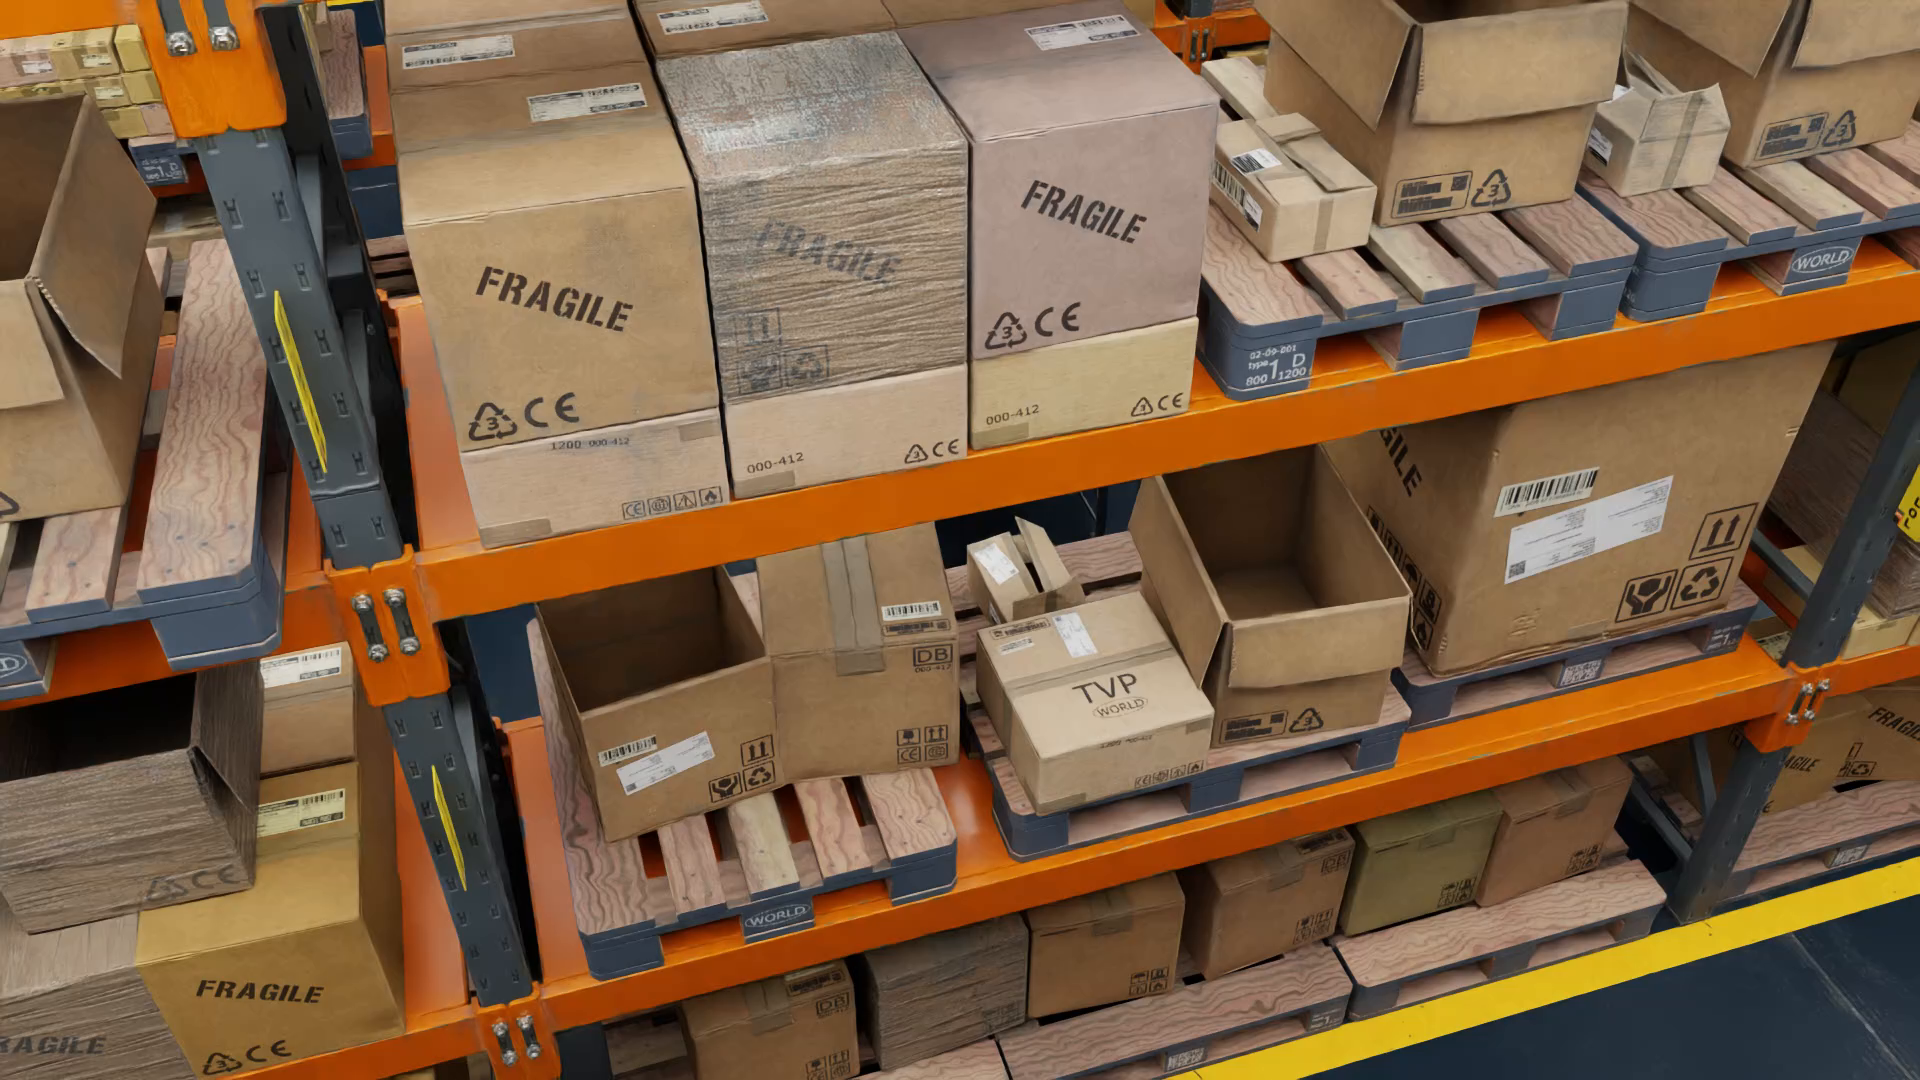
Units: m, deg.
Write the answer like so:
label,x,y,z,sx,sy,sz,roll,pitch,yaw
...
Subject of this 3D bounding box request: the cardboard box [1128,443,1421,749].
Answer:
label,x,y,z,sx,sy,sz,roll,pitch,yaw
cardboard box,0.883,0.145,4.756,0.637,0.503,0.797,-8,42,-9

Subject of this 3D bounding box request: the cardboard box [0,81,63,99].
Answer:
label,x,y,z,sx,sy,sz,roll,pitch,yaw
cardboard box,-4.015,-1.988,7.241,0.250,0.149,0.380,-12,43,-13

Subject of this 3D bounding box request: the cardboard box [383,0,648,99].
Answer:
label,x,y,z,sx,sy,sz,roll,pitch,yaw
cardboard box,-0.926,-0.875,3.585,0.500,0.500,0.500,-11,42,-12

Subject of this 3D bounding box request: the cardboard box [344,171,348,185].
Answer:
label,x,y,z,sx,sy,sz,roll,pitch,yaw
cardboard box,-3.430,-1.915,8.523,0.500,0.250,0.500,-14,43,-15

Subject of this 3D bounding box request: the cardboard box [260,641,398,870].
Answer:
label,x,y,z,sx,sy,sz,roll,pitch,yaw
cardboard box,-1.852,0.620,4.534,0.500,0.500,0.500,-11,42,-12

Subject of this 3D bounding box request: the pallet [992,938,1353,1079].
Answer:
label,x,y,z,sx,sy,sz,roll,pitch,yaw
pallet,0.601,1.390,5.848,1.213,0.211,1.003,-12,42,-13

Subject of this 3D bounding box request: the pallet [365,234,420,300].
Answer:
label,x,y,z,sx,sy,sz,roll,pitch,yaw
pallet,-3.446,-1.197,8.809,1.213,0.211,1.003,-12,42,-13

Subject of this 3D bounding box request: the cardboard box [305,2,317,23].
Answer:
label,x,y,z,sx,sy,sz,roll,pitch,yaw
cardboard box,-3.221,-2.607,7.949,0.250,0.149,0.380,-10,42,-11

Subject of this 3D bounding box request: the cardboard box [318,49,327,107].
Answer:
label,x,y,z,sx,sy,sz,roll,pitch,yaw
cardboard box,-3.032,-2.078,7.570,0.250,0.149,0.380,-11,42,-12

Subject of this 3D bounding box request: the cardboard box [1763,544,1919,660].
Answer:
label,x,y,z,sx,sy,sz,roll,pitch,yaw
cardboard box,2.804,0.182,5.302,0.250,0.149,0.380,-12,42,-13

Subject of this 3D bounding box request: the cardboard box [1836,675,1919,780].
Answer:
label,x,y,z,sx,sy,sz,roll,pitch,yaw
cardboard box,3.447,0.553,6.268,0.500,0.500,0.500,1,41,1

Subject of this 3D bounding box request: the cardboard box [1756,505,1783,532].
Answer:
label,x,y,z,sx,sy,sz,roll,pitch,yaw
cardboard box,2.626,-0.191,5.729,0.250,0.149,0.380,-12,42,-13

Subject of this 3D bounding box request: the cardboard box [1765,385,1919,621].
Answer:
label,x,y,z,sx,sy,sz,roll,pitch,yaw
cardboard box,2.957,-0.258,5.313,0.500,0.500,0.875,-12,42,-13

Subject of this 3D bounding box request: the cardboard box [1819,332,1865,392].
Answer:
label,x,y,z,sx,sy,sz,roll,pitch,yaw
cardboard box,2.856,-0.846,5.226,0.500,0.500,0.500,-12,42,-13

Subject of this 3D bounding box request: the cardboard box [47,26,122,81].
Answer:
label,x,y,z,sx,sy,sz,roll,pitch,yaw
cardboard box,-3.773,-2.148,7.198,0.250,0.149,0.380,-11,42,-12

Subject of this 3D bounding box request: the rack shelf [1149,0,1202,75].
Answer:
label,x,y,z,sx,sy,sz,roll,pitch,yaw
rack shelf,-0.792,-2.525,8.756,4.000,0.370,1.077,-12,42,-13

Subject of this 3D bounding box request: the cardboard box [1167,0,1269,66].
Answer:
label,x,y,z,sx,sy,sz,roll,pitch,yaw
cardboard box,1.736,-2.629,9.625,0.875,0.875,0.875,-11,42,-12

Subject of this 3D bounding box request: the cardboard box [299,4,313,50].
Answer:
label,x,y,z,sx,sy,sz,roll,pitch,yaw
cardboard box,-3.030,-2.304,7.376,0.250,0.149,0.380,-13,43,-15

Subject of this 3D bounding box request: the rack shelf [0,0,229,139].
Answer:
label,x,y,z,sx,sy,sz,roll,pitch,yaw
rack shelf,-3.214,-0.710,2.424,4.000,0.370,1.077,-12,42,-13

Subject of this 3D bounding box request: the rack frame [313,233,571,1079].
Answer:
label,x,y,z,sx,sy,sz,roll,pitch,yaw
rack frame,-1.306,0.732,4.482,0.127,3.000,1.000,-12,42,-13

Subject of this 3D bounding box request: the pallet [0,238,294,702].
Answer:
label,x,y,z,sx,sy,sz,roll,pitch,yaw
pallet,-1.904,-0.166,3.373,1.003,0.211,1.213,-10,42,-11

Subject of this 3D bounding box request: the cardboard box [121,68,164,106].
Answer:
label,x,y,z,sx,sy,sz,roll,pitch,yaw
cardboard box,-3.538,-2.085,7.352,0.250,0.149,0.380,-11,42,-12

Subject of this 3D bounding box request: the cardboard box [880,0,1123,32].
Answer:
label,x,y,z,sx,sy,sz,roll,pitch,yaw
cardboard box,0.036,-1.071,3.810,0.500,0.500,0.500,-11,42,-12

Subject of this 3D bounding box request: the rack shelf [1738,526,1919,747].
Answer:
label,x,y,z,sx,sy,sz,roll,pitch,yaw
rack shelf,4.417,-0.183,6.076,4.000,0.370,1.077,-12,42,-13

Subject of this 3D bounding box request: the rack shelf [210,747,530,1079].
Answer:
label,x,y,z,sx,sy,sz,roll,pitch,yaw
rack shelf,-3.214,1.398,4.266,4.000,0.370,1.077,-12,42,-13

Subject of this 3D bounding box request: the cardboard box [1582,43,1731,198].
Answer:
label,x,y,z,sx,sy,sz,roll,pitch,yaw
cardboard box,1.642,-1.047,4.021,0.258,0.266,0.396,-10,42,-12

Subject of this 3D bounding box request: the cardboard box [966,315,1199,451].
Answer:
label,x,y,z,sx,sy,sz,roll,pitch,yaw
cardboard box,0.196,-0.483,3.707,0.500,0.250,0.500,-11,42,-12

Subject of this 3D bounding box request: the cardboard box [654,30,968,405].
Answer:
label,x,y,z,sx,sy,sz,roll,pitch,yaw
cardboard box,-0.296,-0.653,3.331,0.500,0.500,0.500,-11,42,-13

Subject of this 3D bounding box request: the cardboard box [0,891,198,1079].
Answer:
label,x,y,z,sx,sy,sz,roll,pitch,yaw
cardboard box,-2.180,1.042,4.051,0.500,0.500,0.500,-12,43,-13

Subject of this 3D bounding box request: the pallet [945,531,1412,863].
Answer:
label,x,y,z,sx,sy,sz,roll,pitch,yaw
pallet,0.570,0.387,5.022,1.213,0.211,1.003,-12,42,-13

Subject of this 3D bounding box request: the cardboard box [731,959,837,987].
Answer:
label,x,y,z,sx,sy,sz,roll,pitch,yaw
cardboard box,-0.676,1.074,5.086,0.500,0.250,0.500,-10,42,-11

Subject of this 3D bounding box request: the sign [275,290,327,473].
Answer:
label,x,y,z,sx,sy,sz,roll,pitch,yaw
sign,-1.147,-0.272,2.898,0.005,0.325,0.100,-12,42,-13

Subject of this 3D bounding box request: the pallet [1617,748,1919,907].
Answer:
label,x,y,z,sx,sy,sz,roll,pitch,yaw
pallet,3.139,0.837,6.481,1.213,0.211,1.003,-12,42,-13

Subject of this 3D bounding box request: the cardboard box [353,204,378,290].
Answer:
label,x,y,z,sx,sy,sz,roll,pitch,yaw
cardboard box,-3.249,-1.323,8.415,0.500,0.500,0.500,-12,43,-13

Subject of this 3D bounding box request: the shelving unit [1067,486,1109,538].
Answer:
label,x,y,z,sx,sy,sz,roll,pitch,yaw
shelving unit,0.081,-0.582,7.125,1.048,1.500,0.538,-12,42,-13

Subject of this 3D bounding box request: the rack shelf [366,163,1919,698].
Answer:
label,x,y,z,sx,sy,sz,roll,pitch,yaw
rack shelf,0.601,-0.522,4.184,4.000,0.370,1.077,-12,42,-13

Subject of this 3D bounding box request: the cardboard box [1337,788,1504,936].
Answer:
label,x,y,z,sx,sy,sz,roll,pitch,yaw
cardboard box,1.456,0.908,5.846,0.500,0.500,0.700,-12,43,-13

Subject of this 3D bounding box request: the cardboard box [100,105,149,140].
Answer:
label,x,y,z,sx,sy,sz,roll,pitch,yaw
cardboard box,-3.754,-1.932,7.403,0.250,0.149,0.380,-12,43,-14

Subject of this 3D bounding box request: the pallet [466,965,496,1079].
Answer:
label,x,y,z,sx,sy,sz,roll,pitch,yaw
pallet,-2.081,1.891,5.275,1.213,0.211,1.003,-12,42,-13

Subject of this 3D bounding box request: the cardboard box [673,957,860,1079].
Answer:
label,x,y,z,sx,sy,sz,roll,pitch,yaw
cardboard box,-0.673,1.363,5.325,0.500,0.500,0.700,-14,43,-15

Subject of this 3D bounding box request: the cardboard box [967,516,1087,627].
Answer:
label,x,y,z,sx,sy,sz,roll,pitch,yaw
cardboard box,0.203,0.126,4.959,0.258,0.266,0.396,-13,43,-14

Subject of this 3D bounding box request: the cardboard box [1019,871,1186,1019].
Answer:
label,x,y,z,sx,sy,sz,roll,pitch,yaw
cardboard box,0.391,1.129,5.593,0.500,0.500,0.700,-8,42,-9

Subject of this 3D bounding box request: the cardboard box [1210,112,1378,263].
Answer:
label,x,y,z,sx,sy,sz,roll,pitch,yaw
cardboard box,0.751,-0.825,3.842,0.250,0.166,0.380,-13,43,-14

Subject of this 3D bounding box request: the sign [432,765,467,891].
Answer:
label,x,y,z,sx,sy,sz,roll,pitch,yaw
sign,-1.136,0.644,3.703,0.005,0.325,0.100,-12,42,-13

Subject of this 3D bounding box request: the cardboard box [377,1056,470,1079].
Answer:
label,x,y,z,sx,sy,sz,roll,pitch,yaw
cardboard box,-1.971,1.497,4.901,0.875,0.875,1.225,-14,43,-15

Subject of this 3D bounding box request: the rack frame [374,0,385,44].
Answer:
label,x,y,z,sx,sy,sz,roll,pitch,yaw
rack frame,-2.700,-2.401,8.067,0.127,3.000,1.000,-12,42,-13

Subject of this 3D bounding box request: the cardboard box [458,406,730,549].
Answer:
label,x,y,z,sx,sy,sz,roll,pitch,yaw
cardboard box,-0.782,-0.274,3.468,0.500,0.250,0.500,-11,42,-12

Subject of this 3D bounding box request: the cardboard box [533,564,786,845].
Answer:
label,x,y,z,sx,sy,sz,roll,pitch,yaw
cardboard box,-0.803,0.404,4.462,0.500,0.500,0.500,-17,44,-18

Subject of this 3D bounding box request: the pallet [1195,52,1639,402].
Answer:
label,x,y,z,sx,sy,sz,roll,pitch,yaw
pallet,0.900,-0.855,4.162,1.003,0.211,1.213,-12,42,-13
